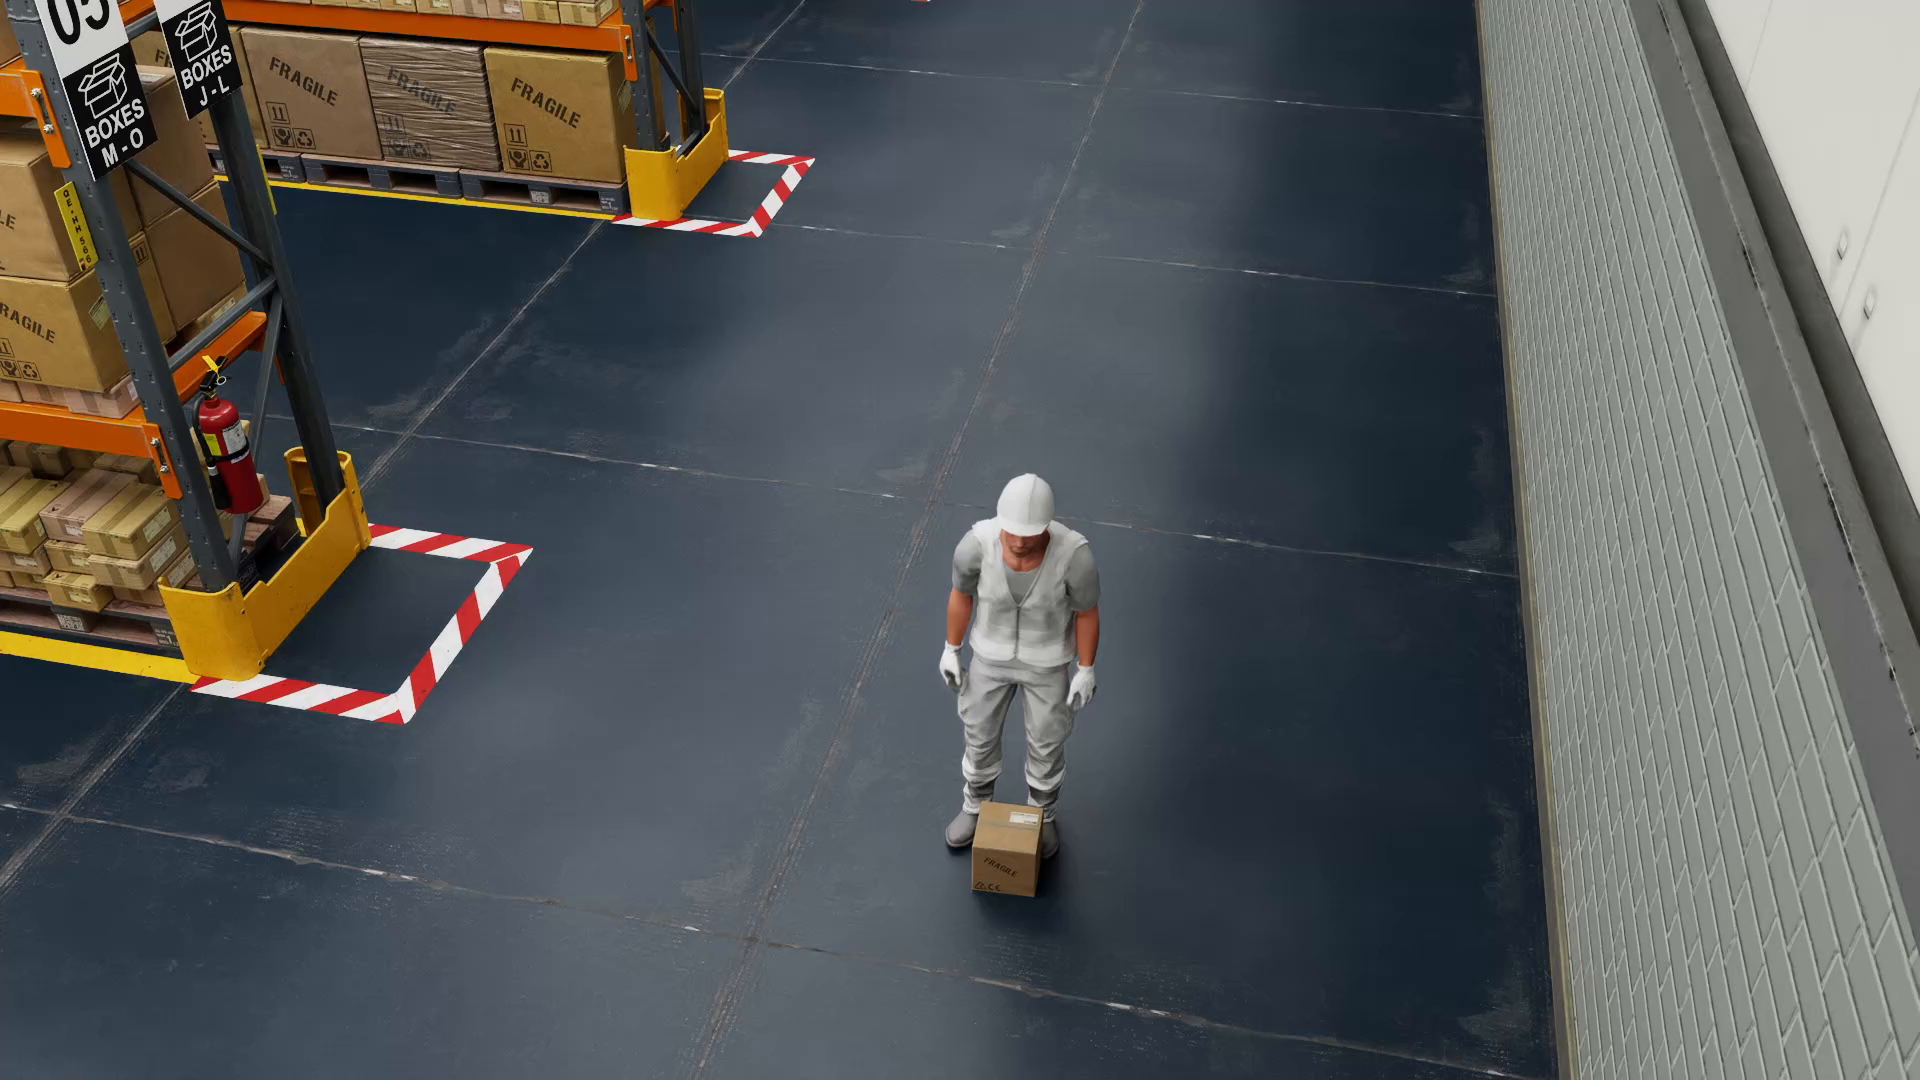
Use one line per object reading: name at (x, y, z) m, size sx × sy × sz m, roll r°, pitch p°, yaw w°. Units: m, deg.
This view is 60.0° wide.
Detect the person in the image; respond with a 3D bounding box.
person at (0.222, 0.472, 6.310) m, size 0.608 × 1.779 × 0.451 m, roll 8°, pitch 37°, yaw 10°
